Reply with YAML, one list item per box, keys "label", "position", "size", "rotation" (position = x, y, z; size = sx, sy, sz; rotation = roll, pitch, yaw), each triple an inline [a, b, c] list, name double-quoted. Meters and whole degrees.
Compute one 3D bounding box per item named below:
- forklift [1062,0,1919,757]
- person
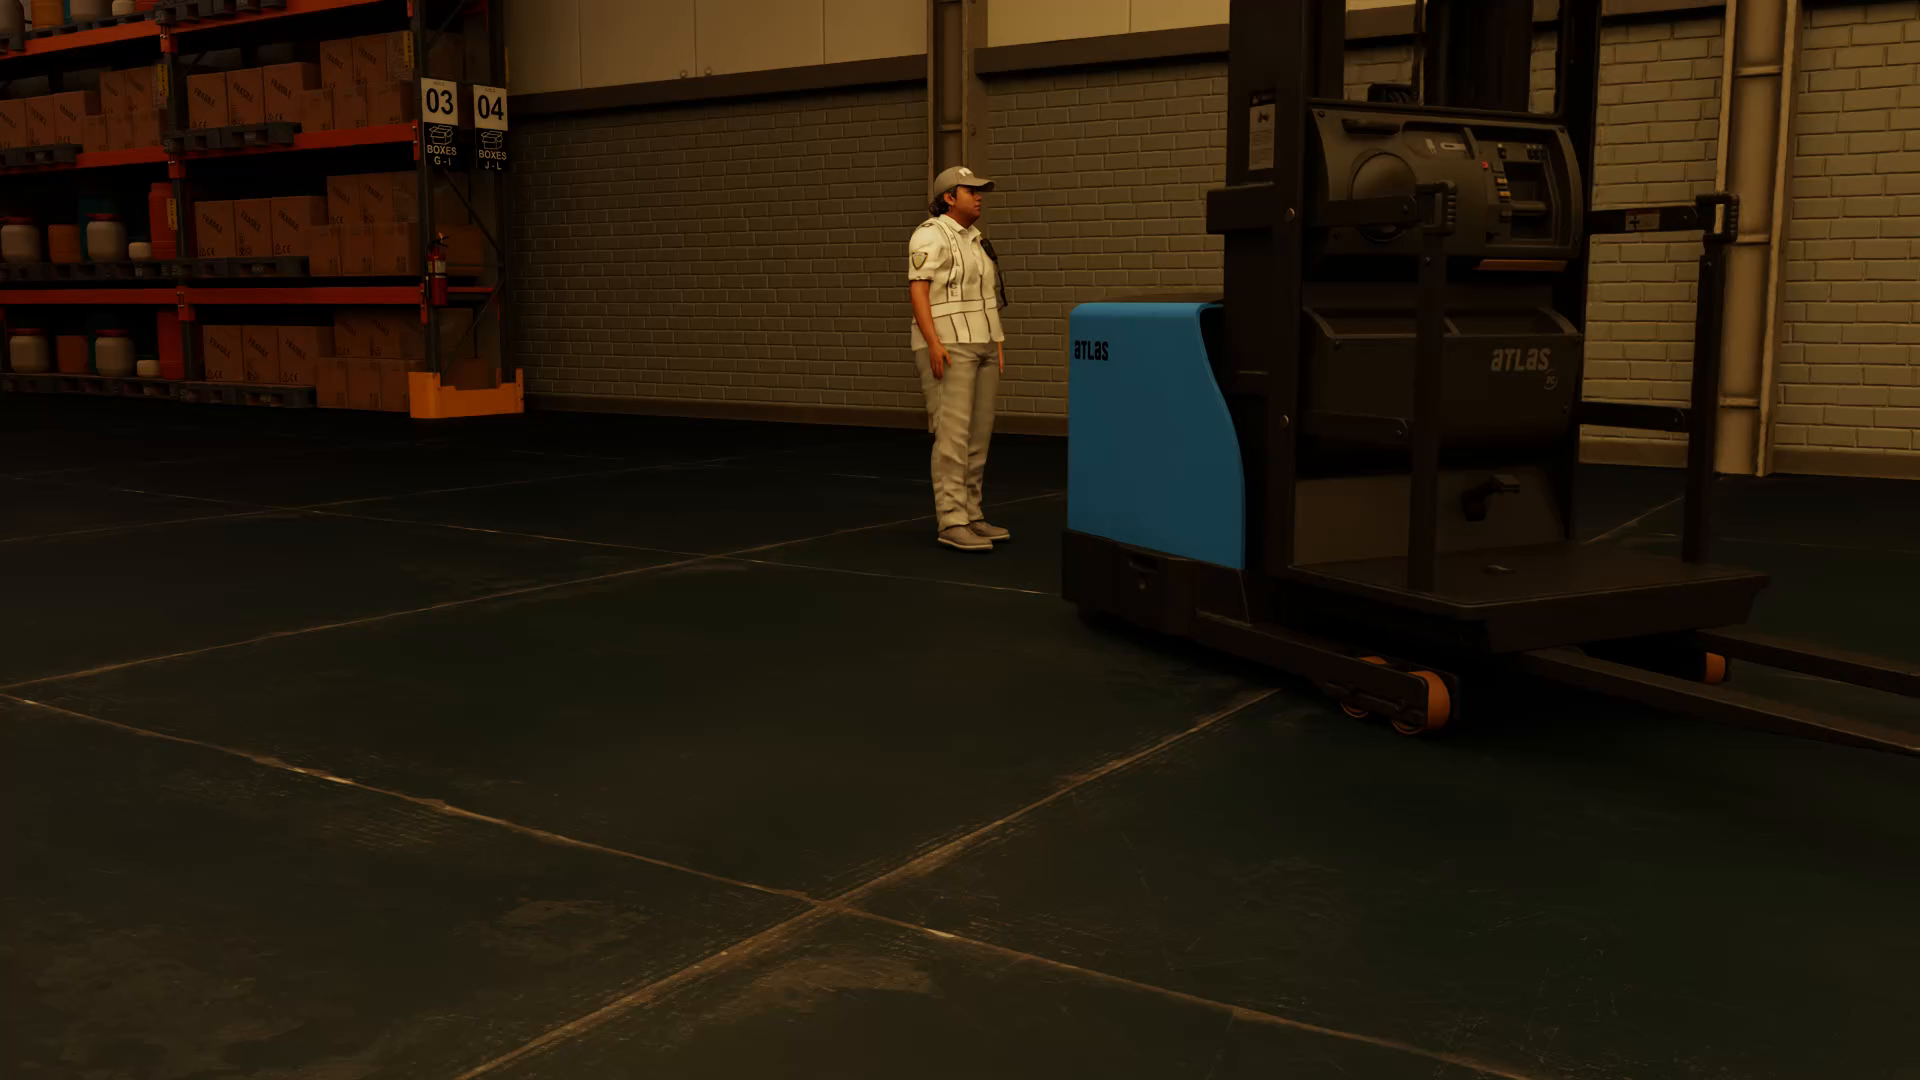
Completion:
- label: "forklift"
  position: [1.467, -1.032, 4.450]
  size: [1.130, 2.935, 3.031]
  rotation: [-4, 9, -27]
- label: "person"
  position: [0.051, -0.824, 7.424]
  size: [0.529, 1.670, 0.599]
  rotation: [5, 10, 34]
